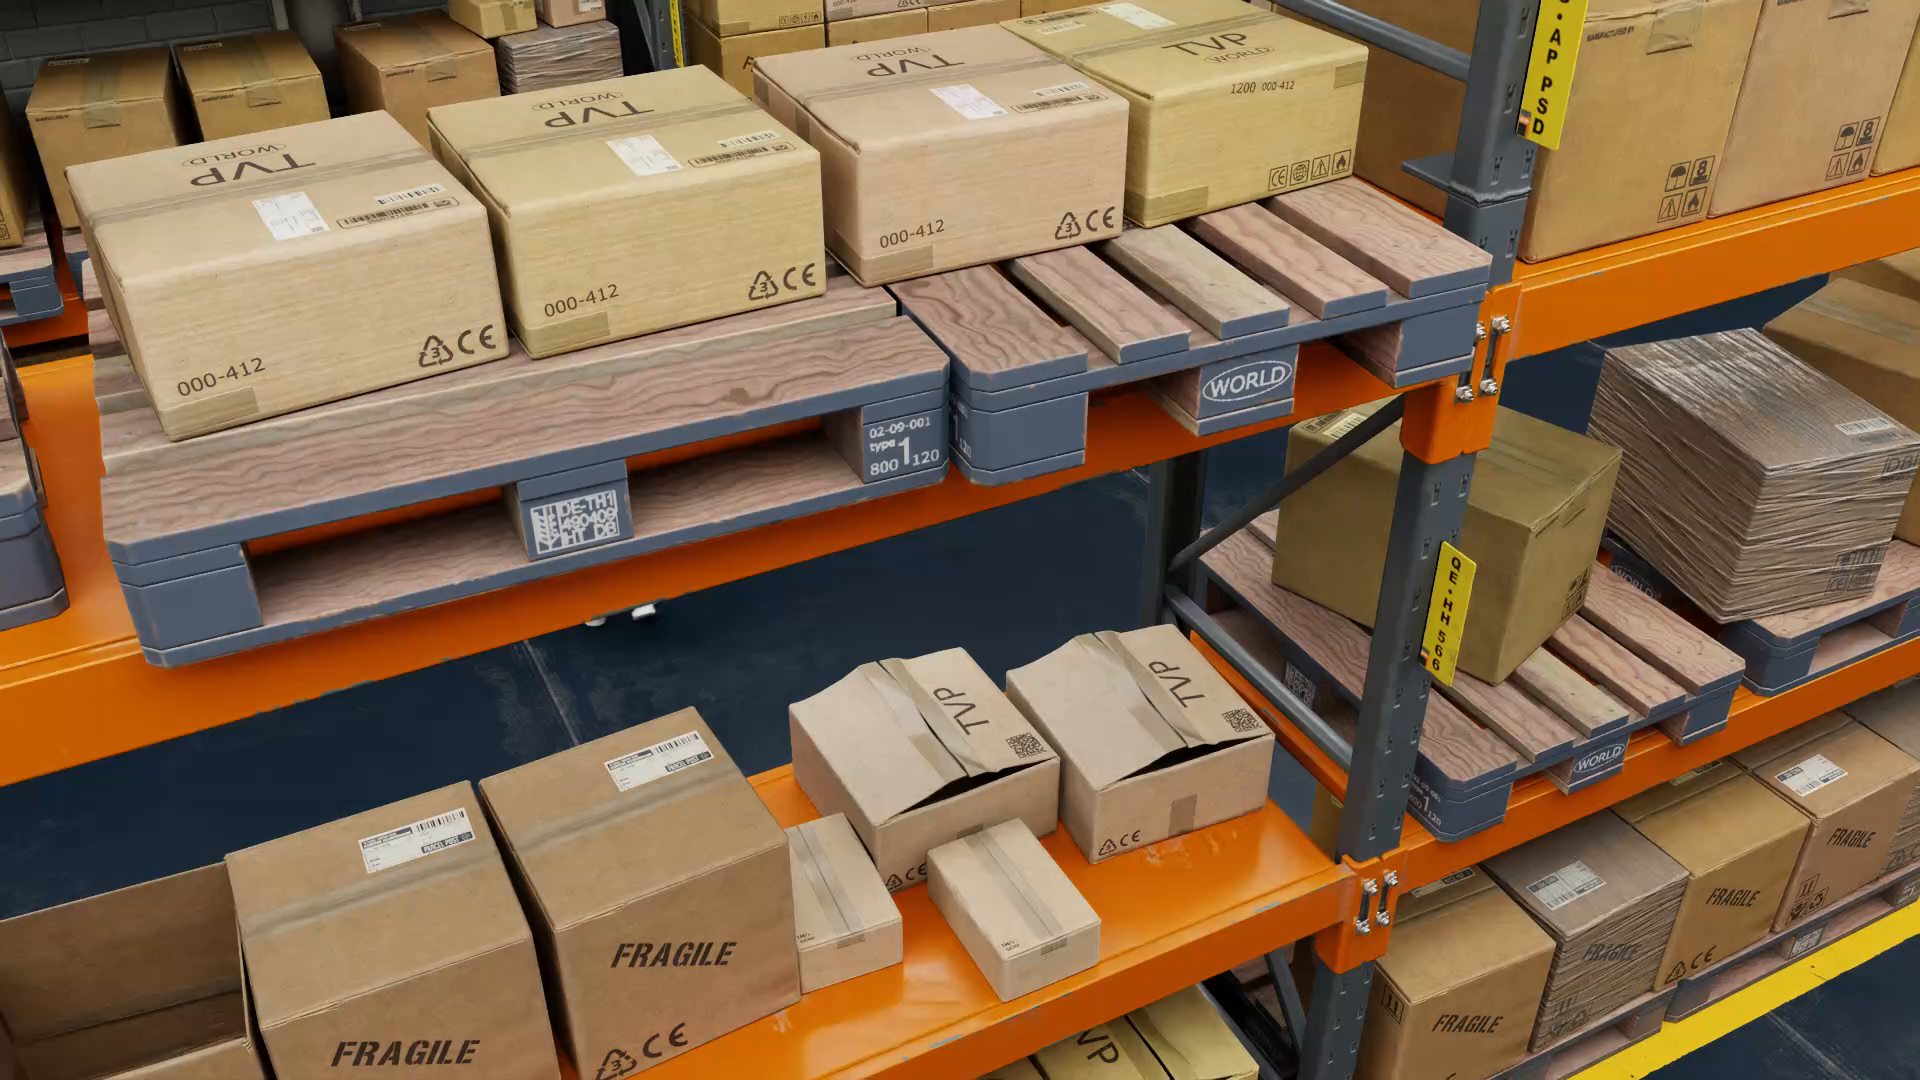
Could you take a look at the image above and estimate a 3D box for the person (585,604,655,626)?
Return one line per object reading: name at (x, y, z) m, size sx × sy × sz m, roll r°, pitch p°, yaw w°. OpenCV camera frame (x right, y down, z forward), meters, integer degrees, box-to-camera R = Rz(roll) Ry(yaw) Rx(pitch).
person at (-1.503, -0.321, 6.636) m, size 0.458 × 1.649 × 0.412 m, roll -20°, pitch 38°, yaw -27°
